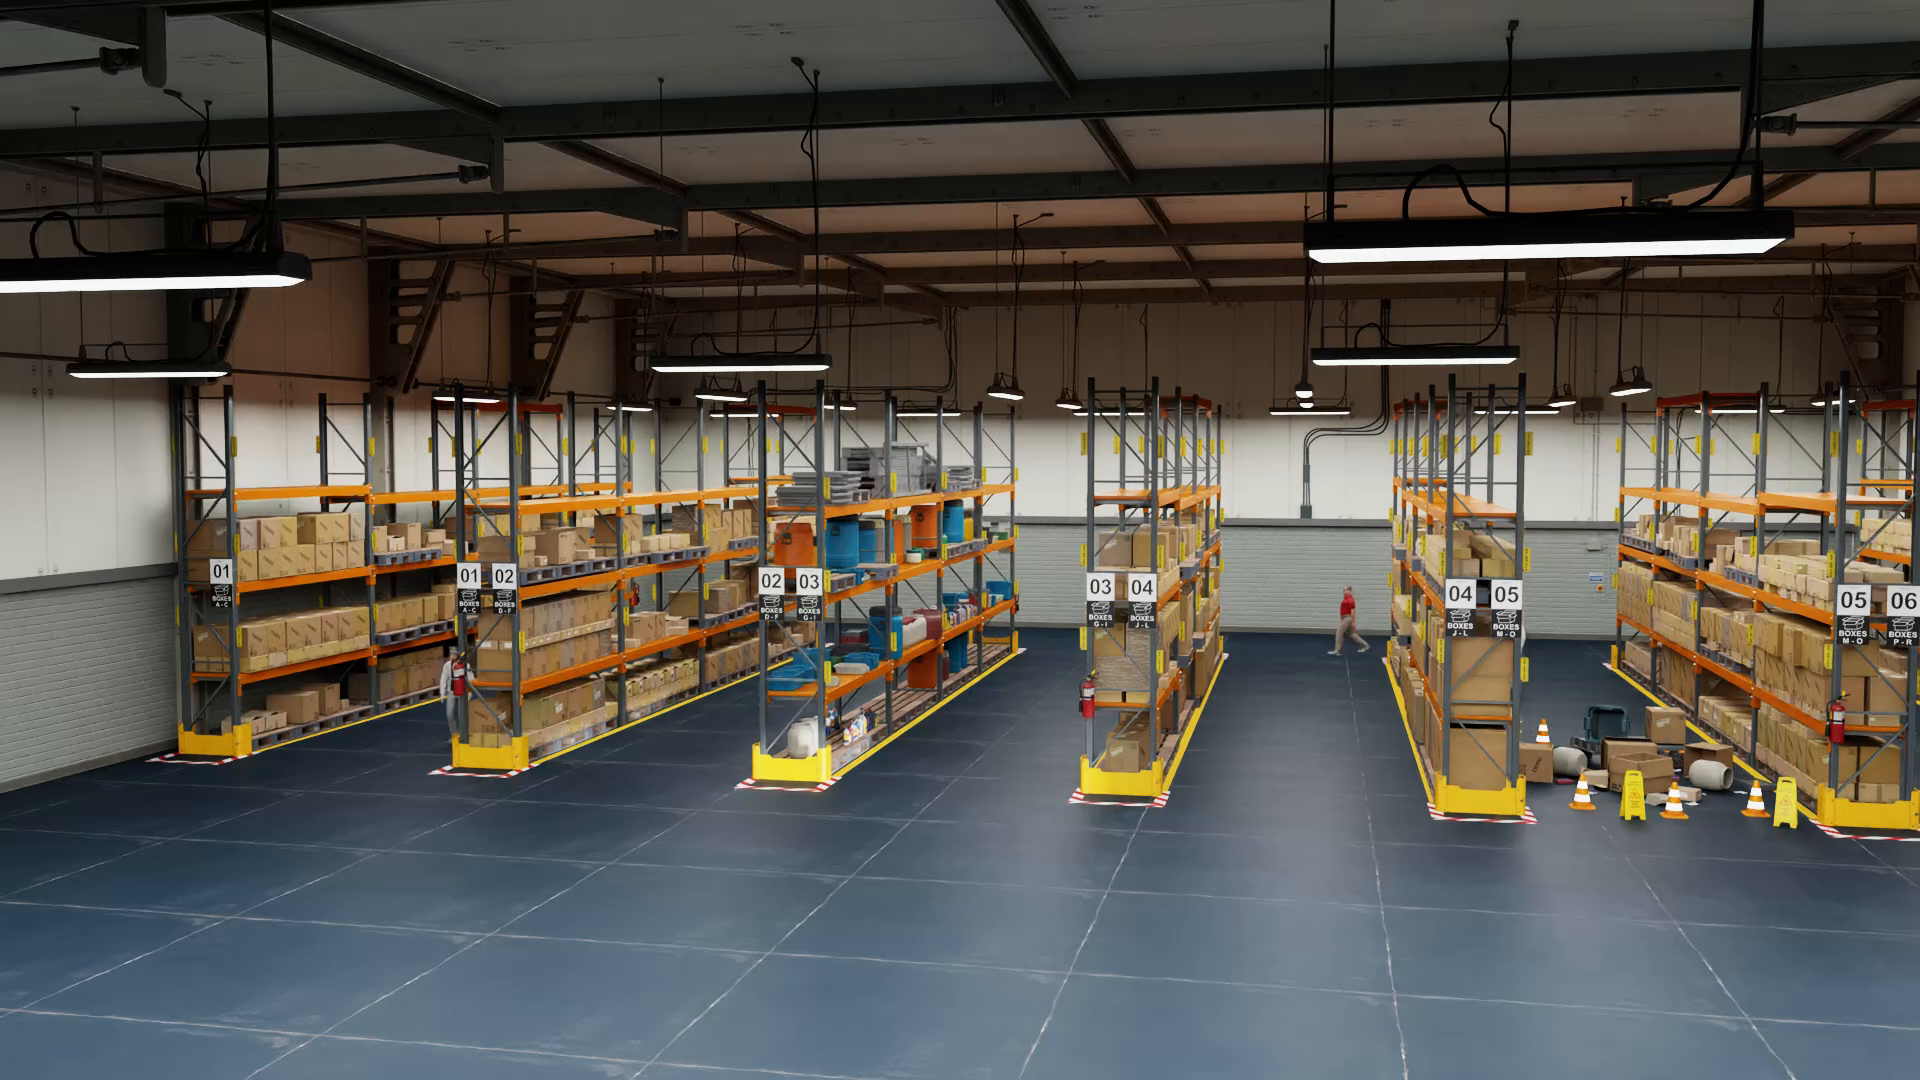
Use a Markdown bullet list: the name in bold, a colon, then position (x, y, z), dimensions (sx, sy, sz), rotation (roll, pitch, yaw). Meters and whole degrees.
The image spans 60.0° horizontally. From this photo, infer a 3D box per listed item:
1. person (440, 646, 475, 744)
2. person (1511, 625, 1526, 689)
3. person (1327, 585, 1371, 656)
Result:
- **person**: position (-8.530, 2.604, 28.268), dimensions (0.583, 1.659, 0.548), rotation (0, 3, 3)
- **person**: position (11.439, 2.273, 34.304), dimensions (0.559, 1.639, 0.598), rotation (0, 3, -7)
- **person**: position (9.321, 1.923, 39.803), dimensions (1.019, 1.681, 0.519), rotation (1, 3, 12)
